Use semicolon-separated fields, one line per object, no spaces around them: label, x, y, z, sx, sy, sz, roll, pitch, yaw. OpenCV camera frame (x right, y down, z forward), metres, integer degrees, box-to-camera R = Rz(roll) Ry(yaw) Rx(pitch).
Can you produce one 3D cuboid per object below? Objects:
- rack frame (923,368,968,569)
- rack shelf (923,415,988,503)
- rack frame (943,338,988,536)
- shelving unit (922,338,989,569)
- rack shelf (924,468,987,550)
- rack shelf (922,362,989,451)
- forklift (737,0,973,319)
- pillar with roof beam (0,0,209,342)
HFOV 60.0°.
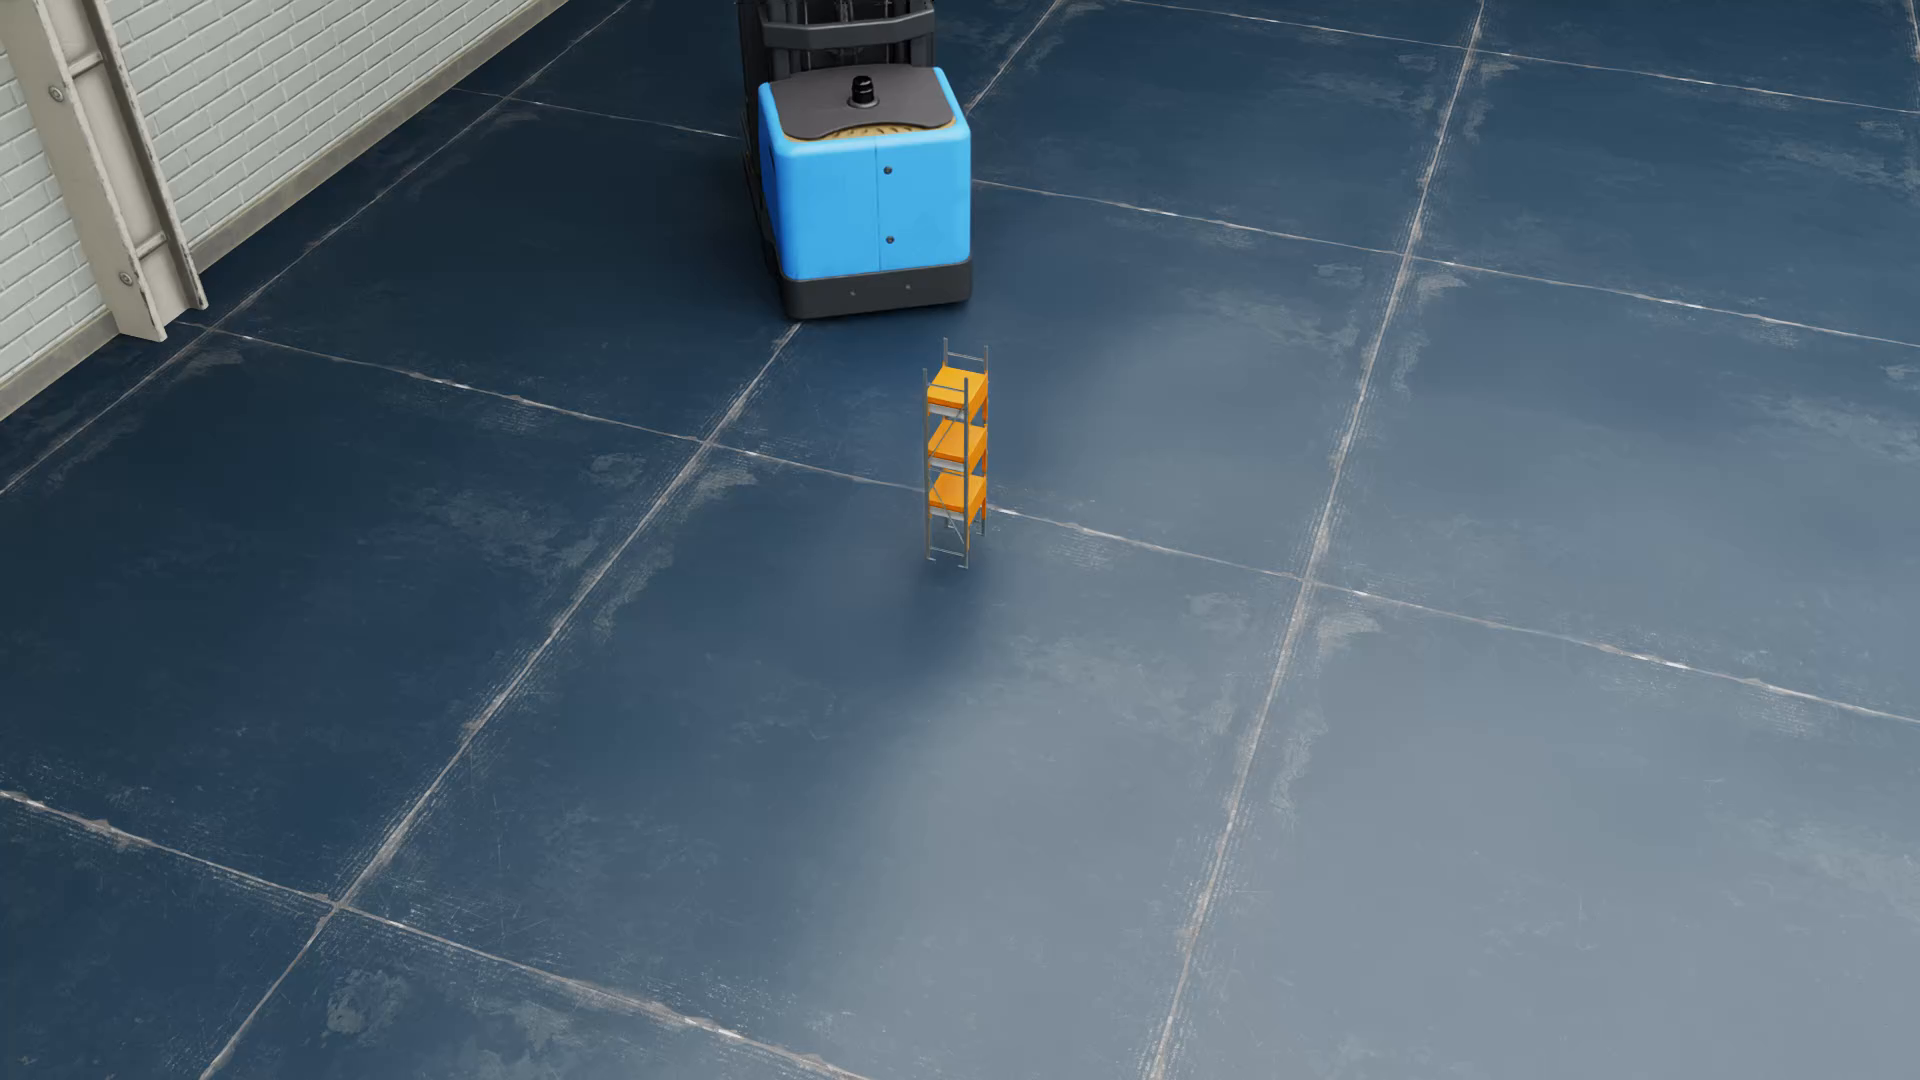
rack frame;-0.060;-0.292;7.237;0.200;1.050;0.008;13;42;15
rack shelf;-0.018;-0.359;7.331;0.215;0.259;0.240;13;42;15
rack frame;0.023;-0.441;7.412;0.200;1.050;0.008;13;42;15
shelving unit;-0.018;-0.367;7.325;0.215;1.050;0.252;13;42;15
rack shelf;-0.018;-0.147;7.512;0.215;0.259;0.240;13;42;15
rack shelf;-0.018;-0.575;7.147;0.215;0.259;0.240;13;42;15
forklift;-0.734;-3.273;9.282;1.130;2.935;3.031;-8;41;-9
pillar with roof beam;-0.333;-3.687;5.092;9.100;9.000;0.400;13;42;15
